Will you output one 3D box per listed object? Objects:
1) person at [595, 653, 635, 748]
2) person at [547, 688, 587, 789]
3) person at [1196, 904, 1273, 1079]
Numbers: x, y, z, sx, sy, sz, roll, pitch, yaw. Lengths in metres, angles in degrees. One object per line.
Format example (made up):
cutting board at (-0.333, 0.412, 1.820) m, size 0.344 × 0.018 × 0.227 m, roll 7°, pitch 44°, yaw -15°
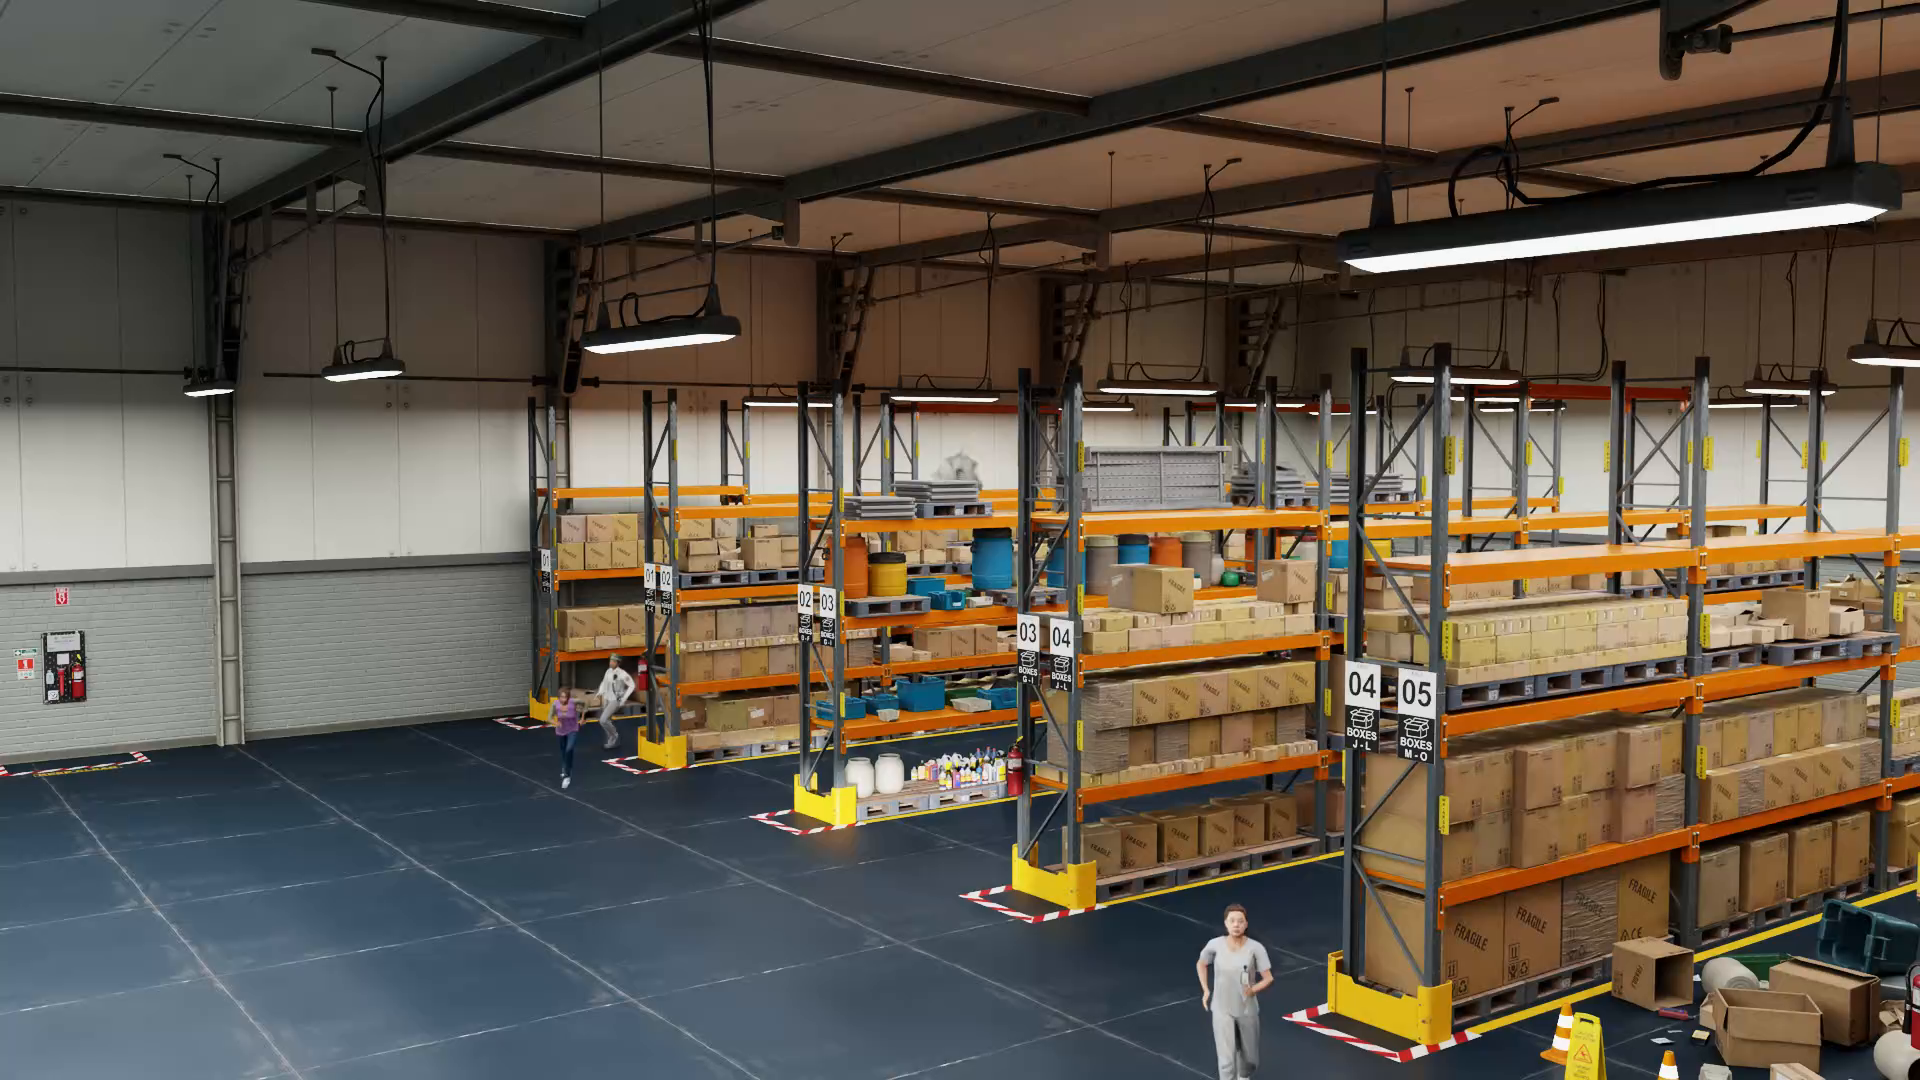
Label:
person at (-5.817, 2.694, 27.866) m, size 0.674 × 1.637 × 0.573 m, roll 3°, pitch 5°, yaw 41°
person at (-5.921, 2.948, 25.078) m, size 0.581 × 1.541 × 0.897 m, roll -1°, pitch 3°, yaw -10°
person at (2.088, 3.585, 12.662) m, size 0.577 × 1.642 × 0.882 m, roll 0°, pitch 3°, yaw 8°
